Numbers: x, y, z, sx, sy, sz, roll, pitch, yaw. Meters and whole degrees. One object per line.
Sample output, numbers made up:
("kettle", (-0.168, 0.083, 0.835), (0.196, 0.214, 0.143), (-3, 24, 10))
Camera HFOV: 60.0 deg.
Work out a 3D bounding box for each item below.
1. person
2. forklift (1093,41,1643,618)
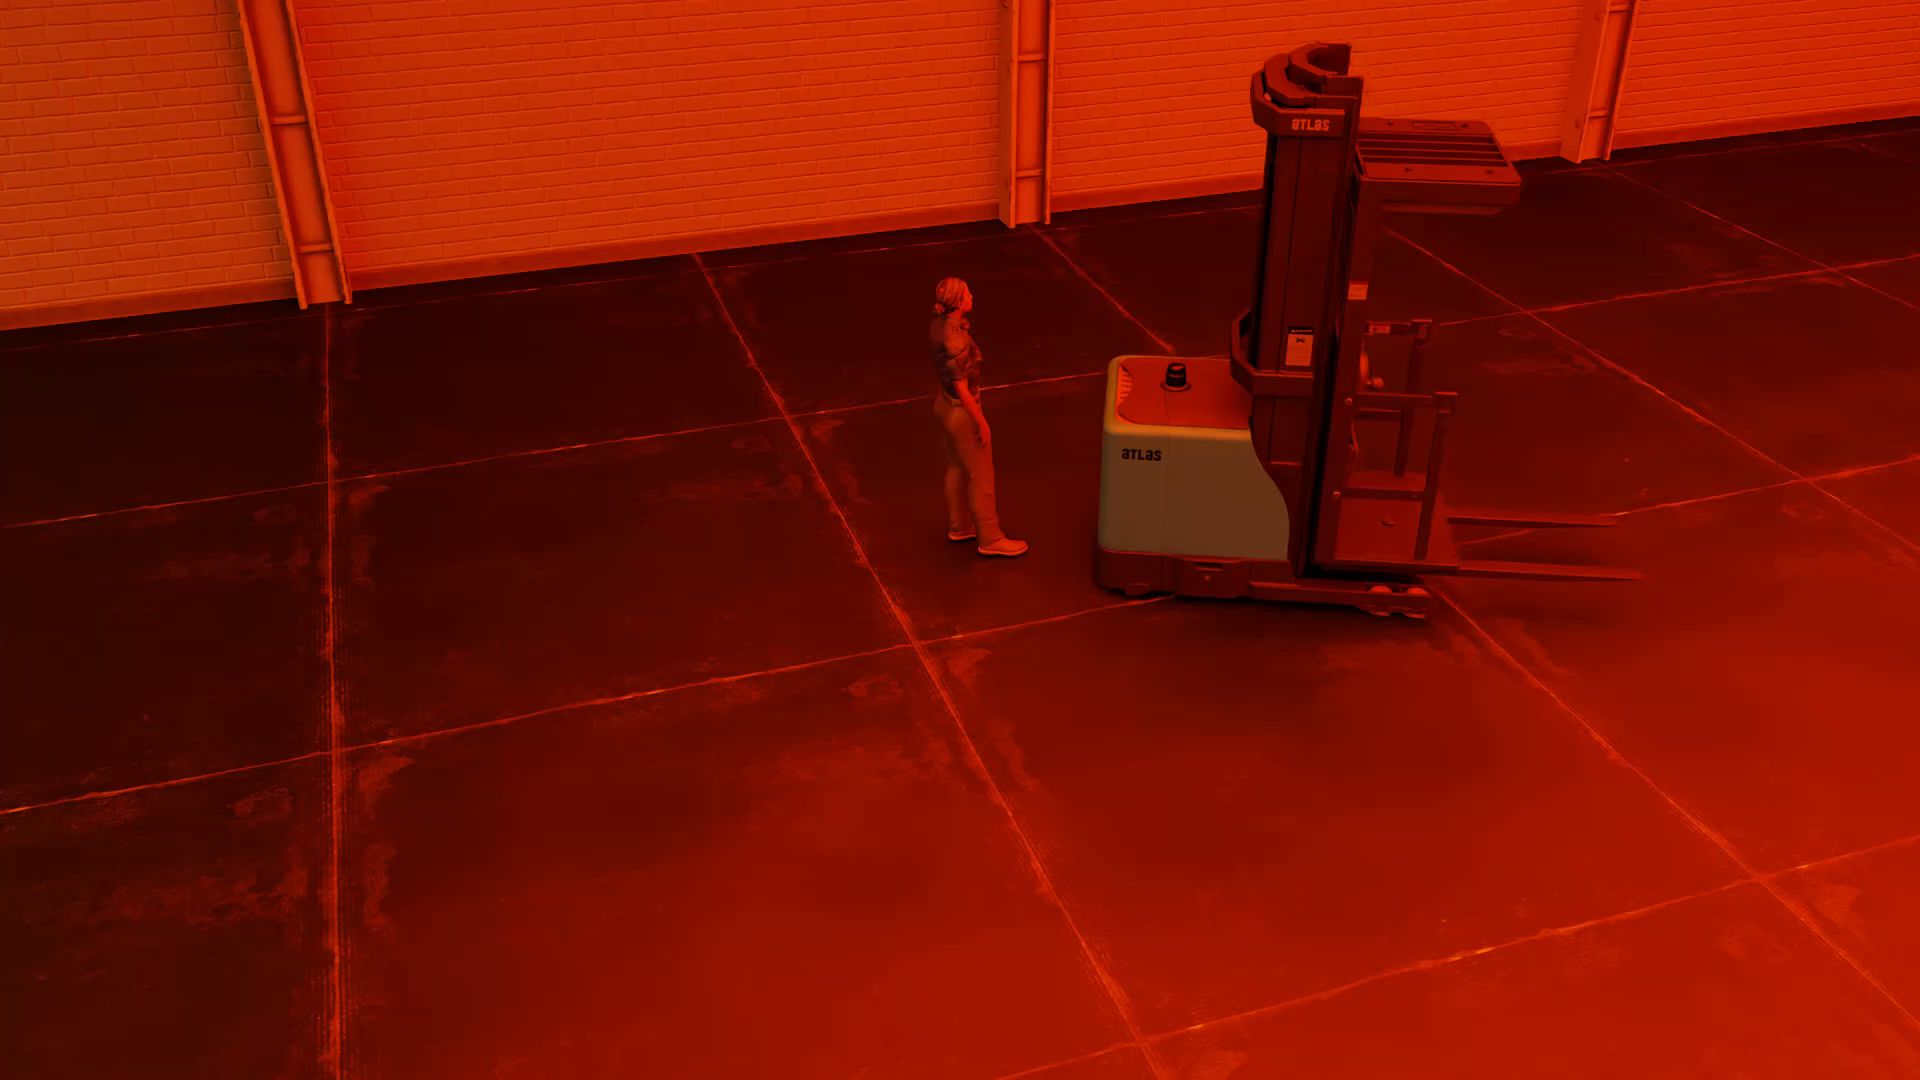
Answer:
("person", (0.090, -0.728, 9.617), (0.504, 1.655, 0.569), (-10, 31, -16))
("forklift", (2.316, -1.116, 9.027), (3.031, 2.935, 1.130), (3, 30, 6))
